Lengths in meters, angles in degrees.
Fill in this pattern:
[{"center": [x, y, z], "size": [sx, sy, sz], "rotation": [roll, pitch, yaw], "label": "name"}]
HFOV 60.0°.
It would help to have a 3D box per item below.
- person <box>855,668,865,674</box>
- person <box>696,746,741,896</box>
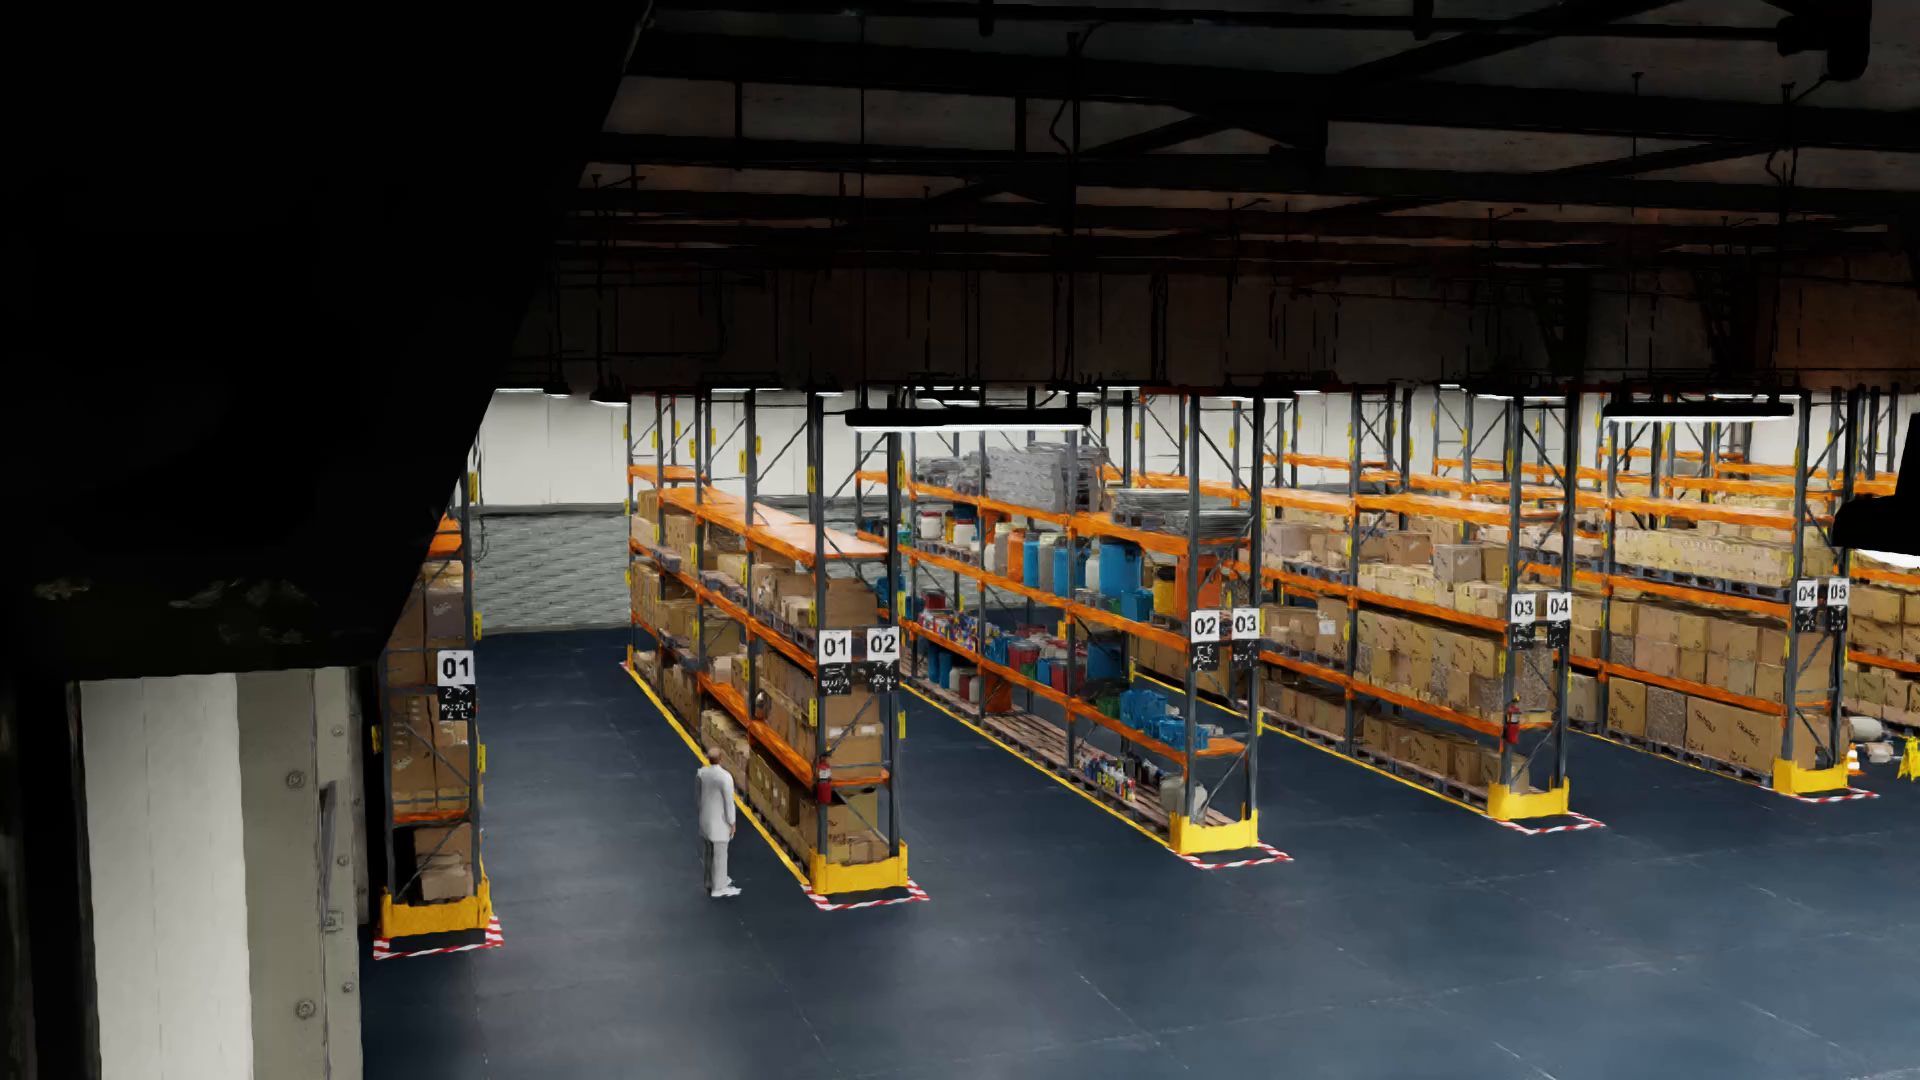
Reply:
[{"center": [-1.583, 2.797, 25.871], "size": [0.553, 1.709, 1.123], "rotation": [-2, 6, -17], "label": "person"}, {"center": [-2.903, 3.456, 20.071], "size": [0.640, 1.593, 0.504], "rotation": [5, 8, 39], "label": "person"}]
